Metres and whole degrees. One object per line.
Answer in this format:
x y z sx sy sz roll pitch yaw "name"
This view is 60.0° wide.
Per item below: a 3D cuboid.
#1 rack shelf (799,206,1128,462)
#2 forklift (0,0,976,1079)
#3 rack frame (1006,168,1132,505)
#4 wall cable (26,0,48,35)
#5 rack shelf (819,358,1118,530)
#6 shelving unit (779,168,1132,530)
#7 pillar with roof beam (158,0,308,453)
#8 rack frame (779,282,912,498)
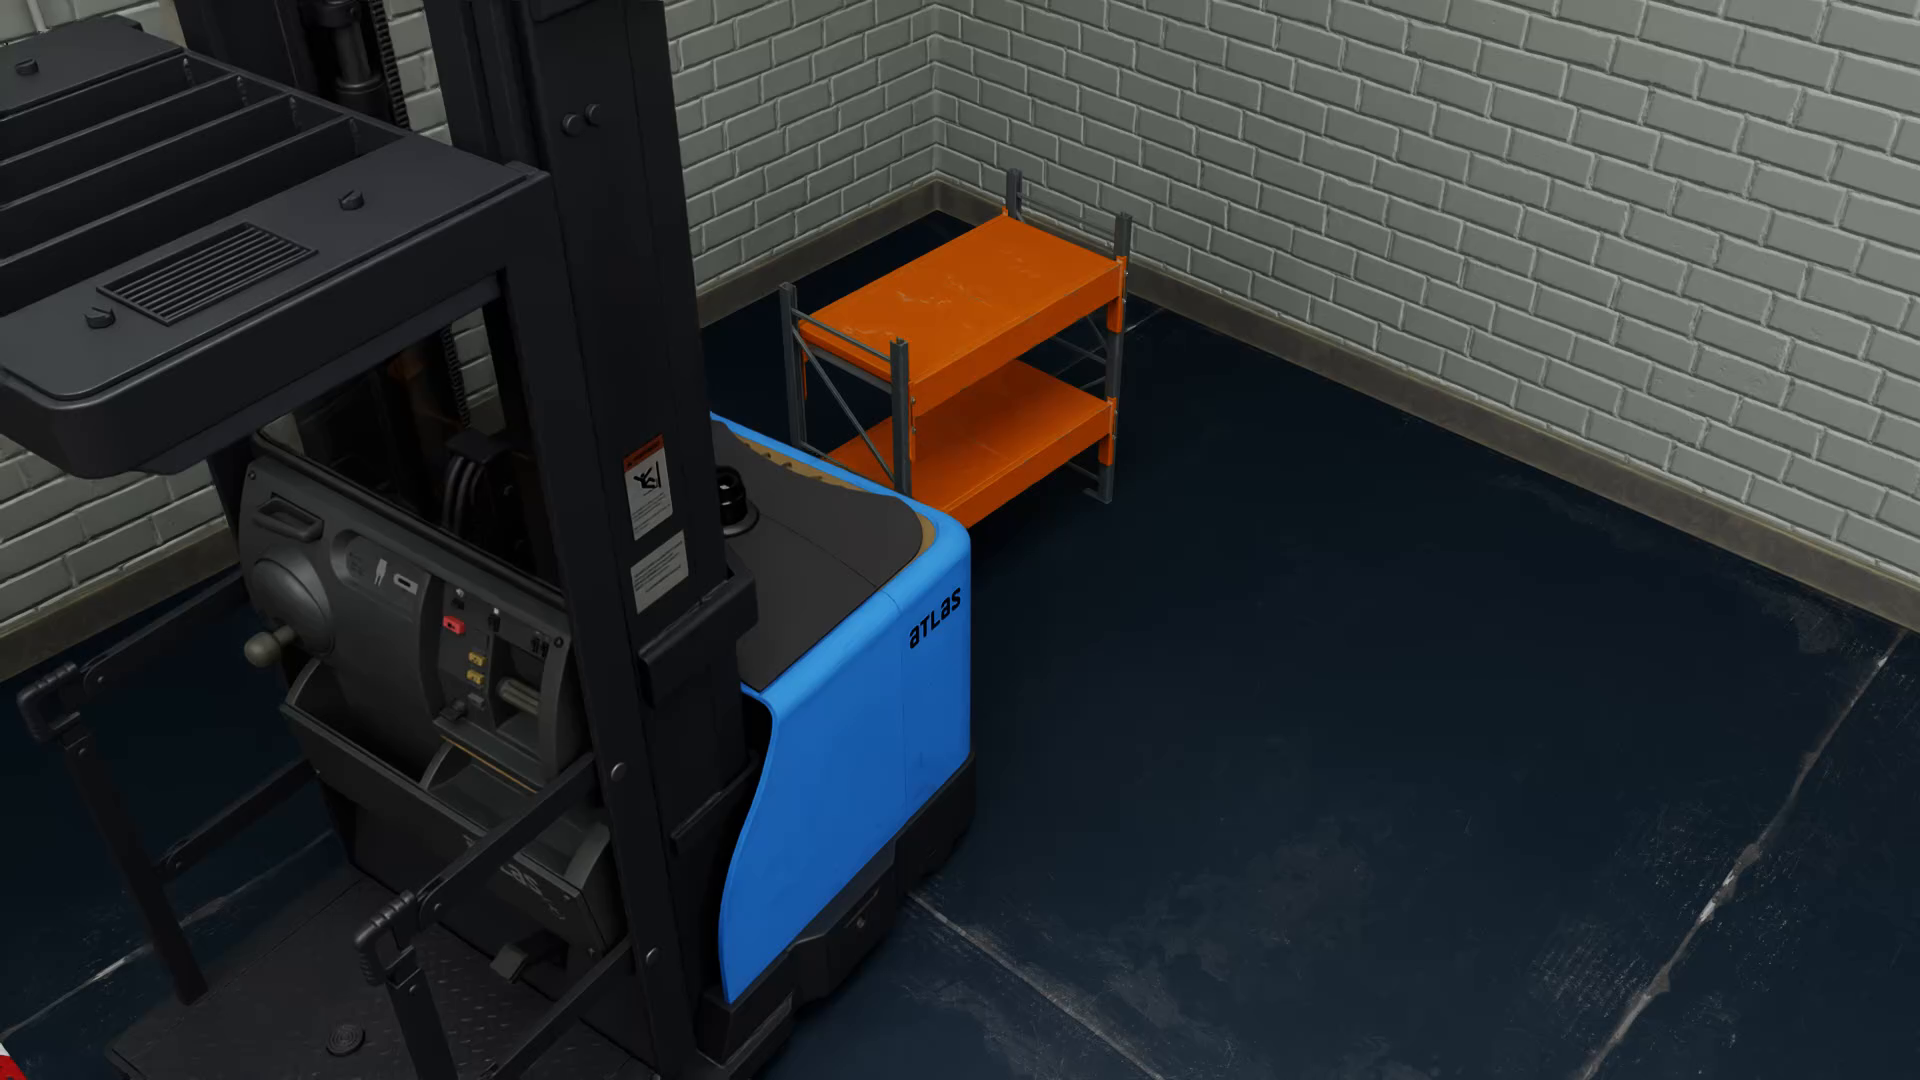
0.005 -0.672 5.222 0.538 0.278 1.000 30 47 32 "rack shelf"
-1.216 0.230 3.106 1.130 2.935 3.031 24 44 27 "forklift"
0.347 -0.677 5.698 0.500 1.125 0.032 30 47 32 "rack frame"
-3.042 -1.061 3.858 0.084 1.984 1.851 30 47 32 "wall cable"
0.005 -0.252 5.556 0.538 0.278 1.000 30 47 32 "rack shelf"
0.005 -0.443 5.404 0.538 1.125 1.048 30 47 32 "shelving unit"
1.154 -1.822 0.812 9.100 9.000 0.400 30 47 32 "pillar with roof beam"
-0.338 -0.210 5.110 0.500 1.125 0.032 30 47 32 "rack frame"
